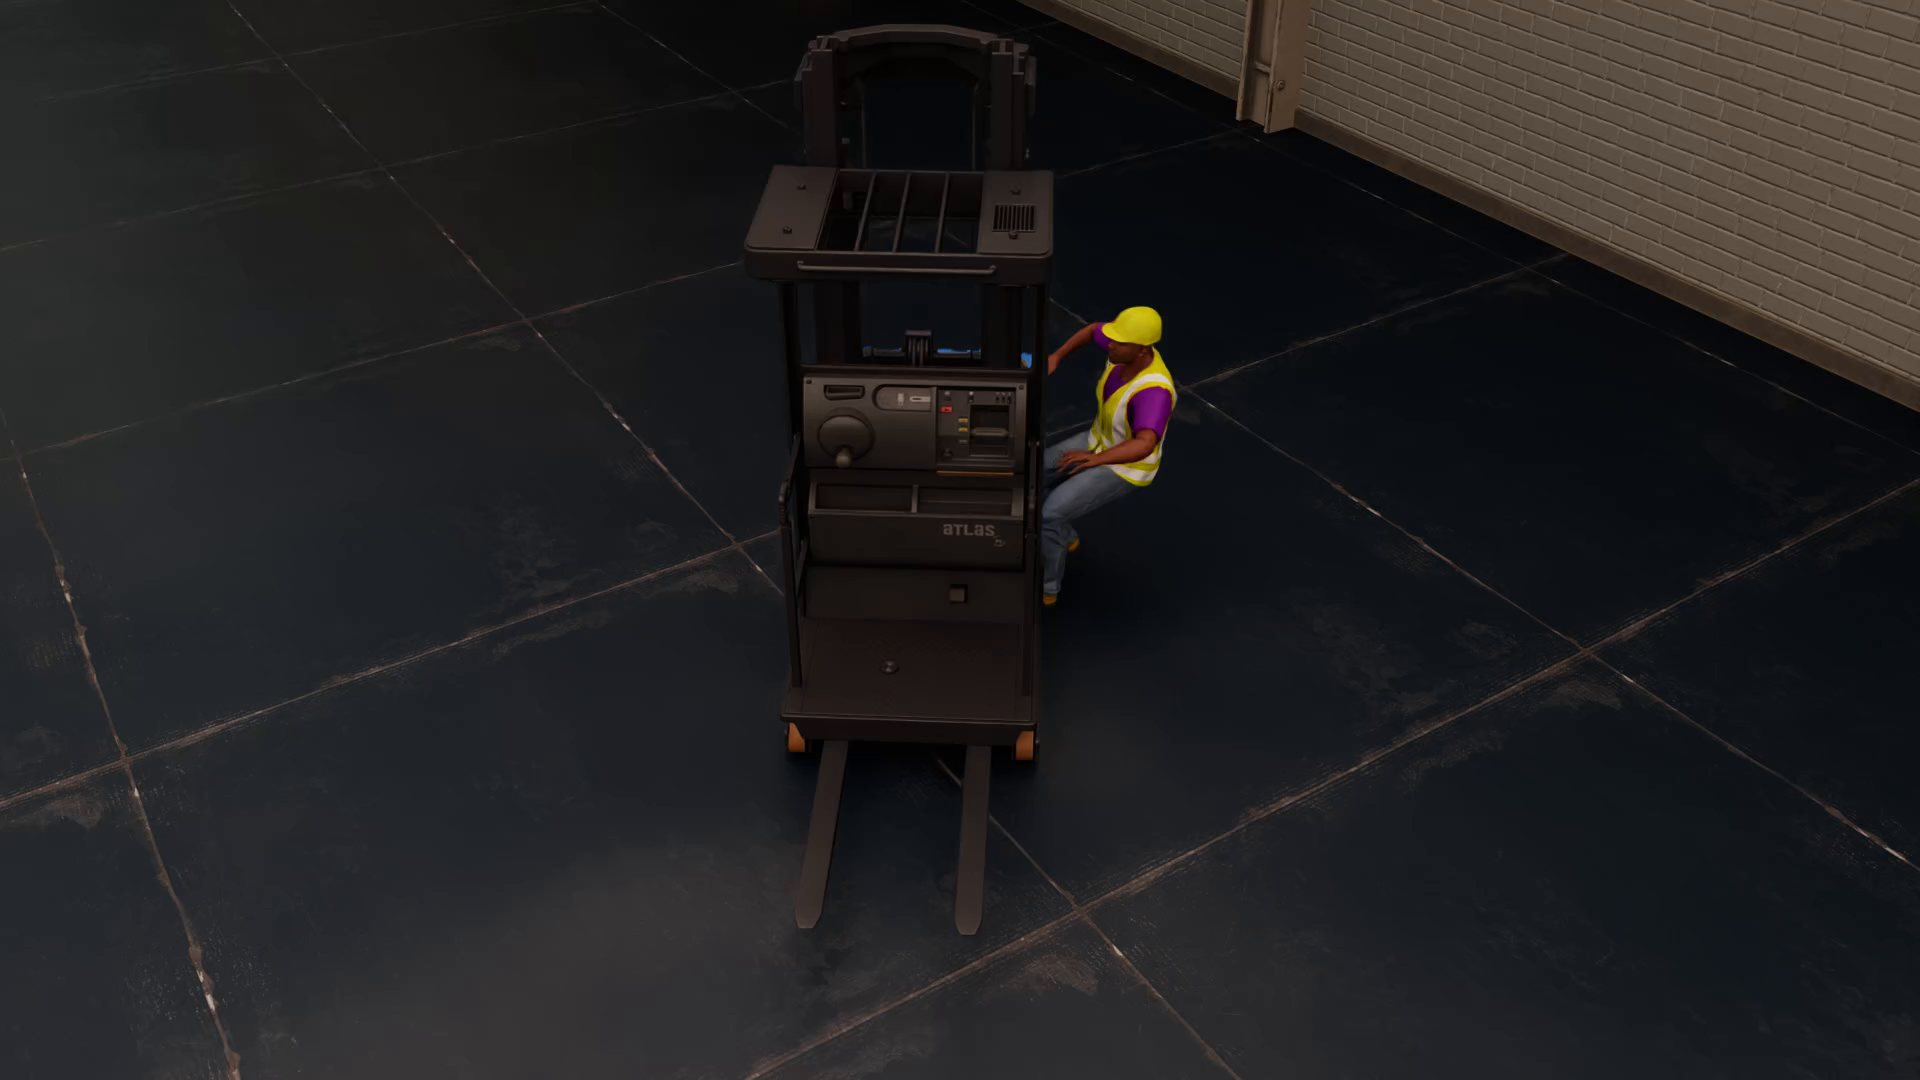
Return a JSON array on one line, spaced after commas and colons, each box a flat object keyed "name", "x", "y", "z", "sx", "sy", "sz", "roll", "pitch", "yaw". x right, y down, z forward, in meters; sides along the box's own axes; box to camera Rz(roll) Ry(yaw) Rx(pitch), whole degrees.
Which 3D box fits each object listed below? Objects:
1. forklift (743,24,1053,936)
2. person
[{"name": "forklift", "x": -0.197, "y": -0.421, "z": 6.746, "sx": 1.130, "sy": 2.935, "sz": 3.031, "roll": 2, "pitch": 35, "yaw": 2}, {"name": "person", "x": 0.554, "y": -0.427, "z": 7.985, "sx": 0.874, "sy": 1.532, "sz": 1.108, "roll": -14, "pitch": 37, "yaw": -19}]
